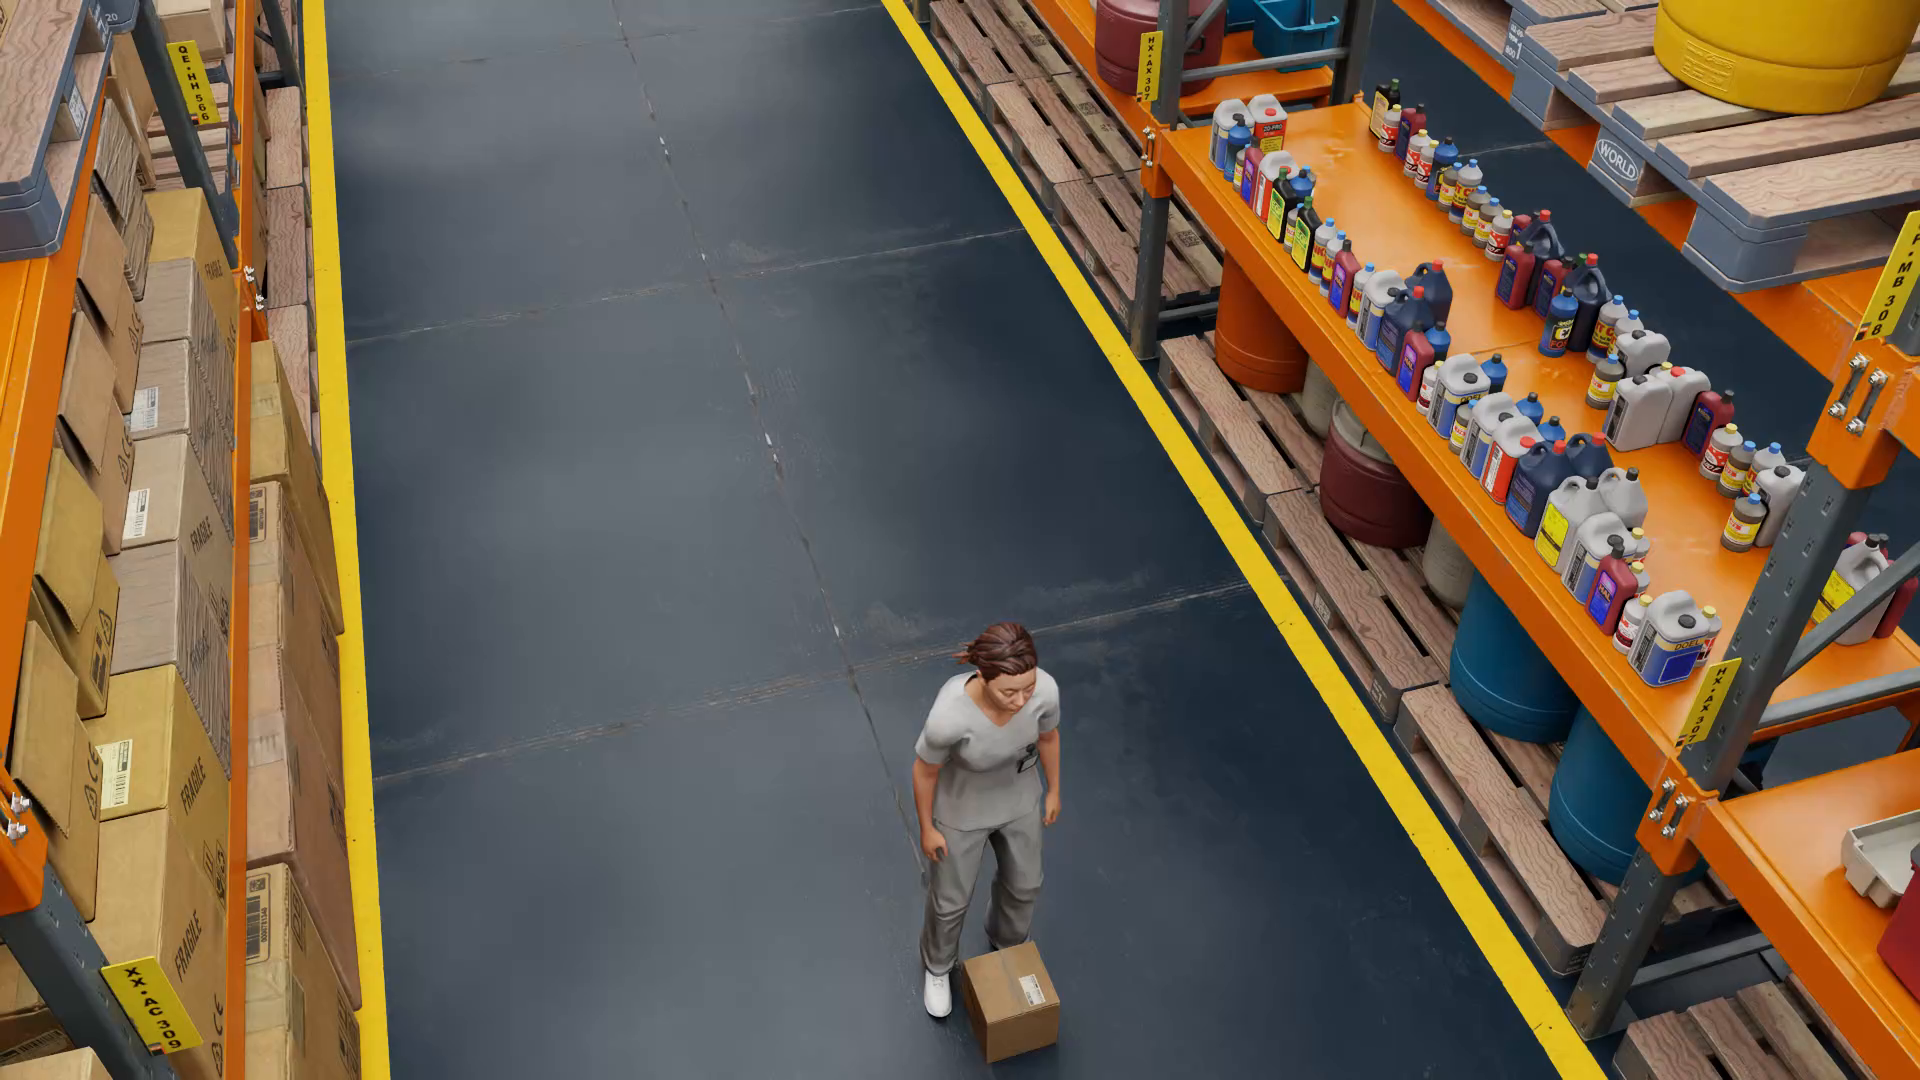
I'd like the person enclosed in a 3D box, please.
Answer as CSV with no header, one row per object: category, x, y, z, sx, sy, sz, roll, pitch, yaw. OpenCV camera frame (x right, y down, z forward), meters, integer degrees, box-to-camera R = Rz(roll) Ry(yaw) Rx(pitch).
person,0.086,0.853,5.228,0.510,1.671,0.362,-14,44,-15
